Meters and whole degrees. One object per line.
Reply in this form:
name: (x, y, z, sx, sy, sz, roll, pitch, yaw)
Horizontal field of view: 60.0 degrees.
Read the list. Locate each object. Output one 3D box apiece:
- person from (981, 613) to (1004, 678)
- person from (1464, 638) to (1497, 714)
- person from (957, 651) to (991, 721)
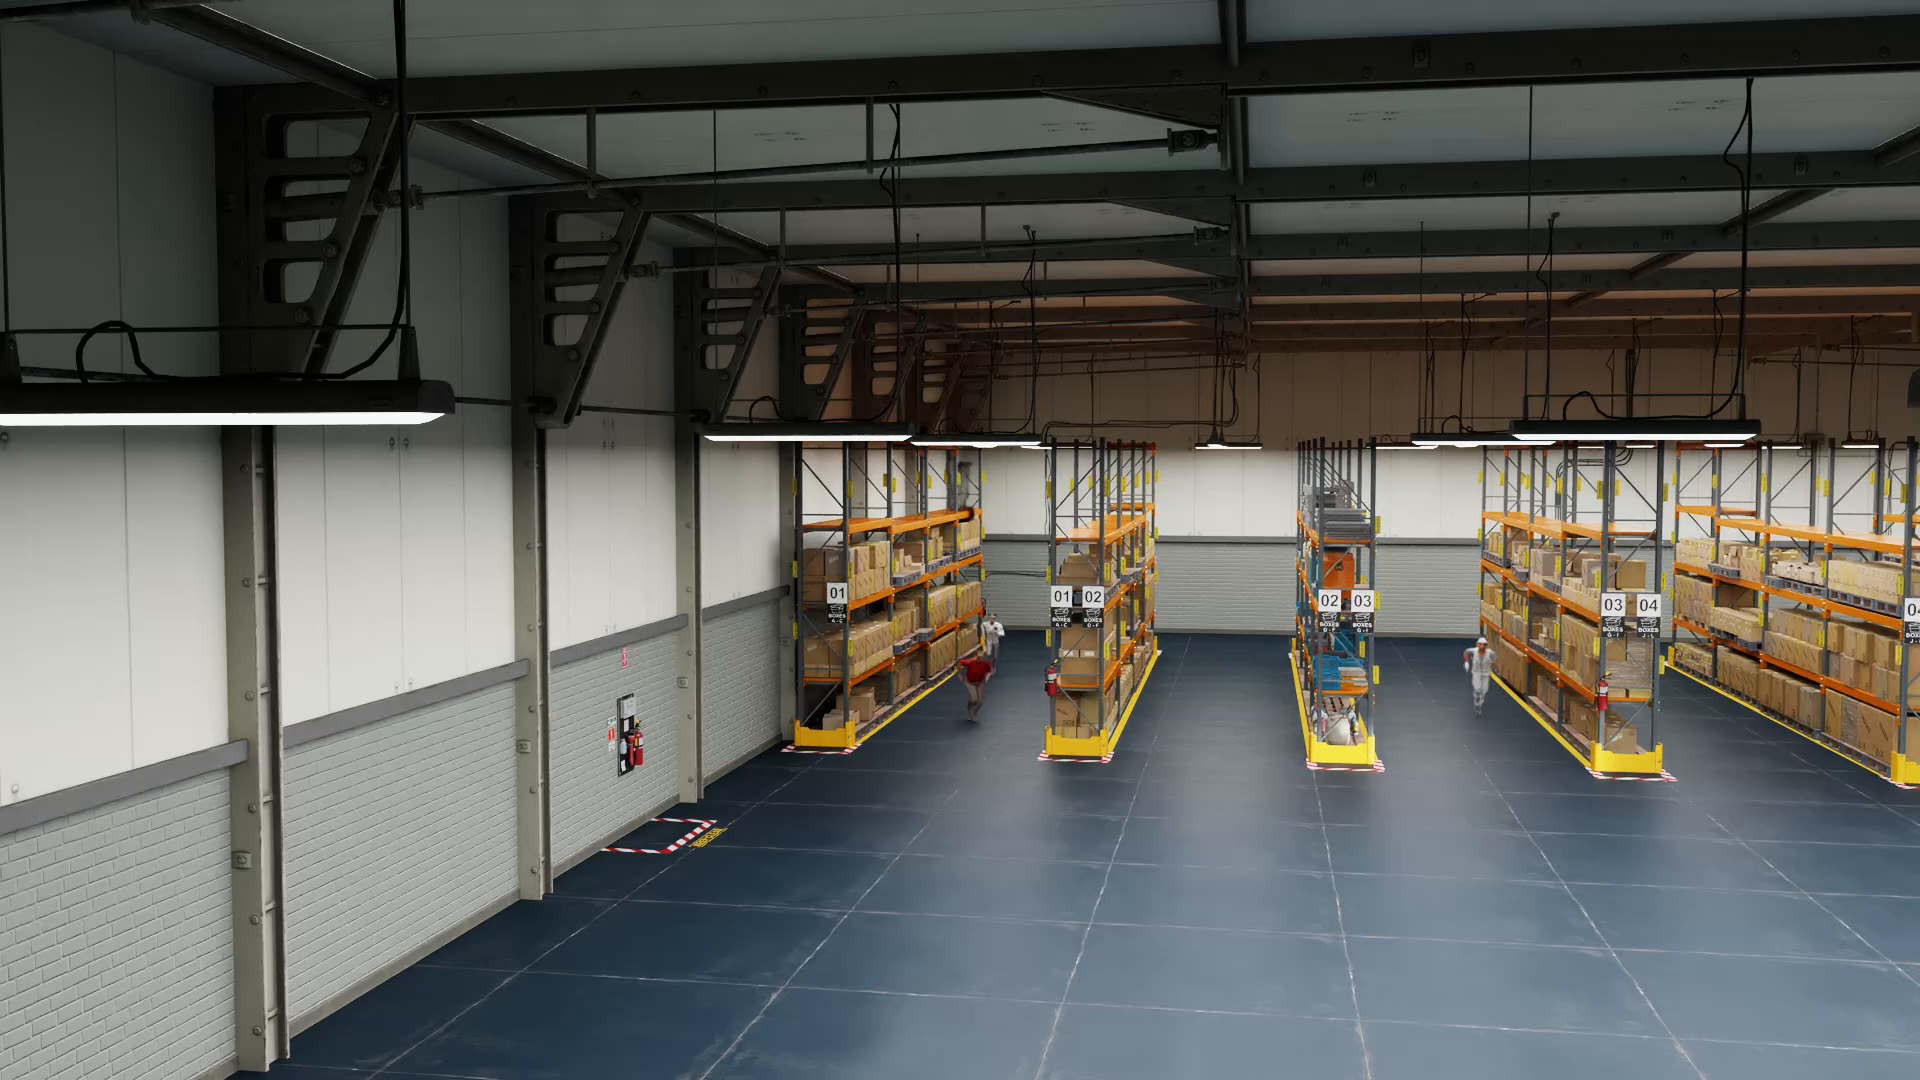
person: (0.833, 2.656, 42.368, 0.602, 1.656, 0.889, 0, 3, 2)
person: (11.253, 2.939, 35.948, 0.642, 1.700, 0.886, 0, 3, 8)
person: (0.302, 3.090, 35.123, 0.695, 1.551, 0.870, -1, 3, -20)
